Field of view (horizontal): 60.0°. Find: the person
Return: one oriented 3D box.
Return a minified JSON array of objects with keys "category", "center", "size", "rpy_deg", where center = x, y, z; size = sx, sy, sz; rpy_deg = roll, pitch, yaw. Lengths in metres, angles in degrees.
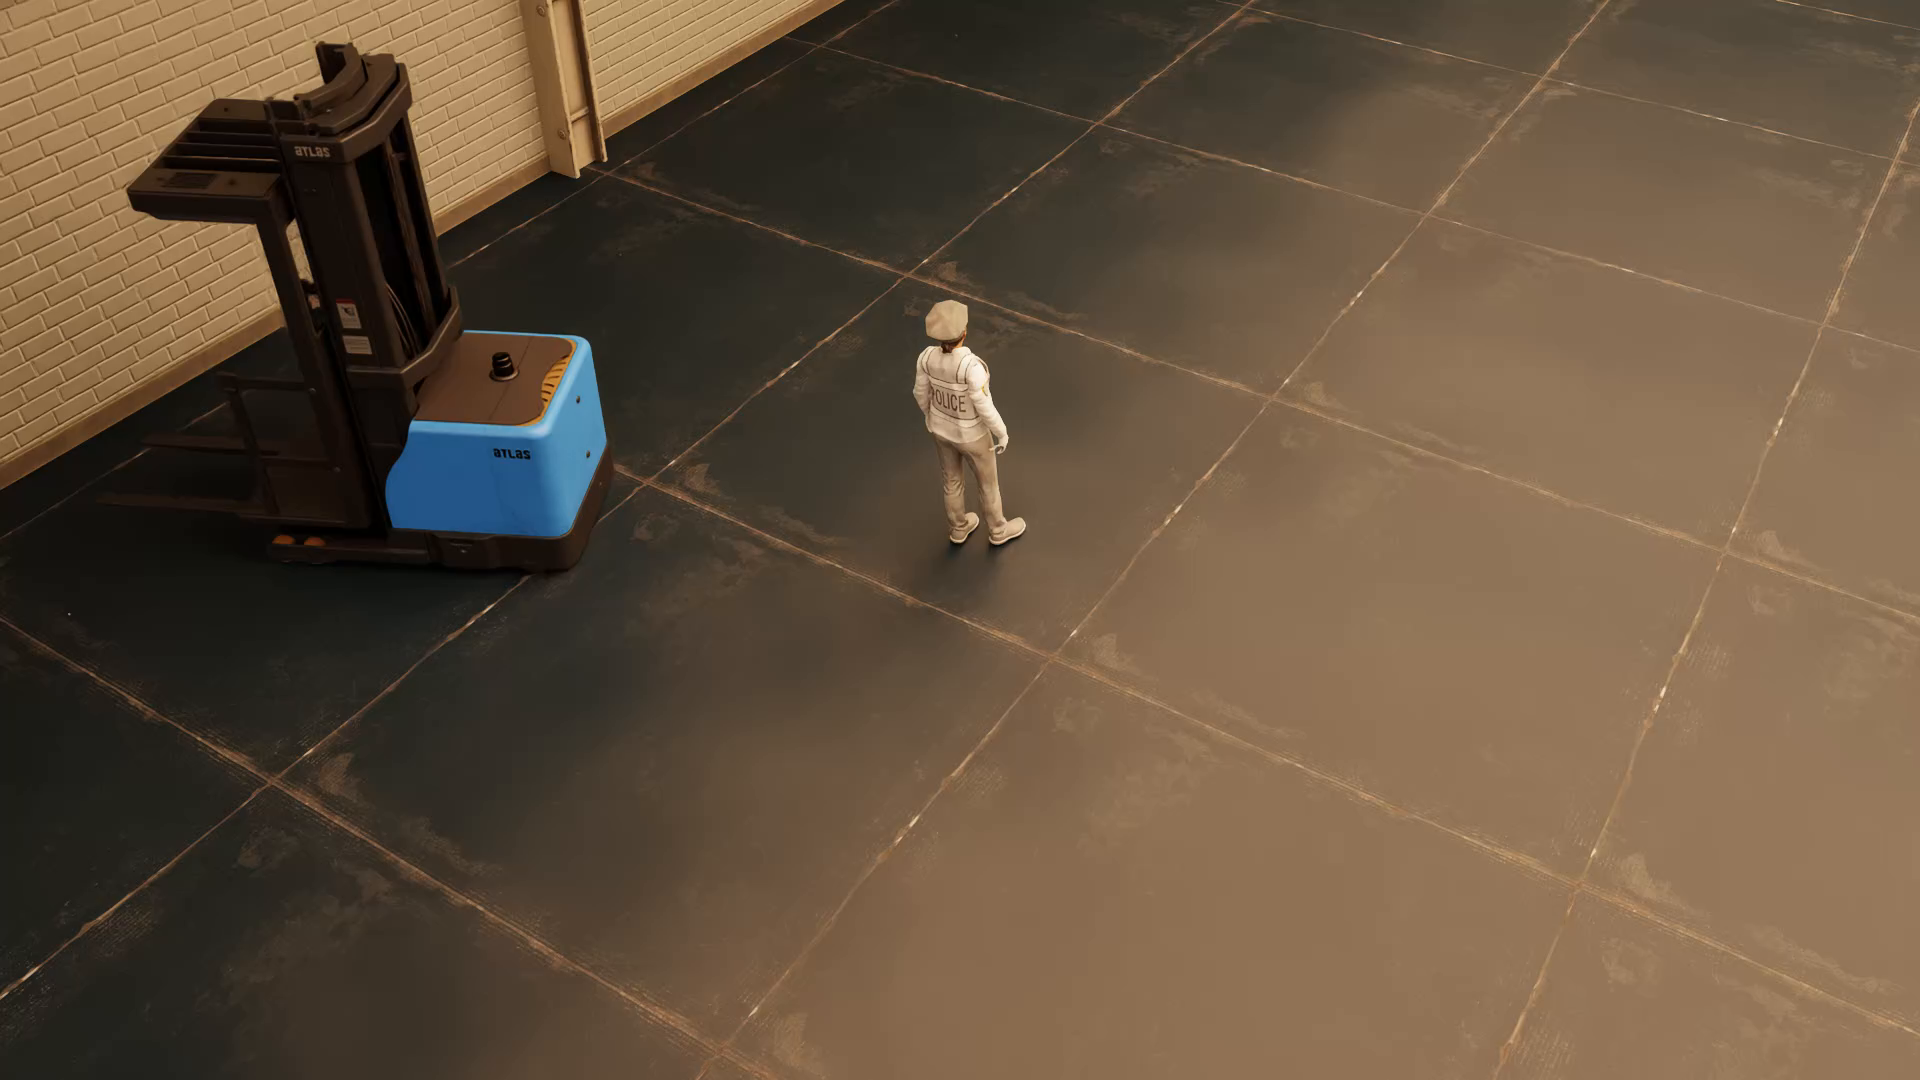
[{"category":"person","center":[0.043,-0.687,9.723],"size":[0.586,1.694,0.532],"rpy_deg":[22,45,24]}]

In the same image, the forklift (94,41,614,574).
[{"category":"forklift","center":[-3.759,-1.308,9.511],"size":[3.031,2.935,1.130],"rpy_deg":[3,40,4]}]
